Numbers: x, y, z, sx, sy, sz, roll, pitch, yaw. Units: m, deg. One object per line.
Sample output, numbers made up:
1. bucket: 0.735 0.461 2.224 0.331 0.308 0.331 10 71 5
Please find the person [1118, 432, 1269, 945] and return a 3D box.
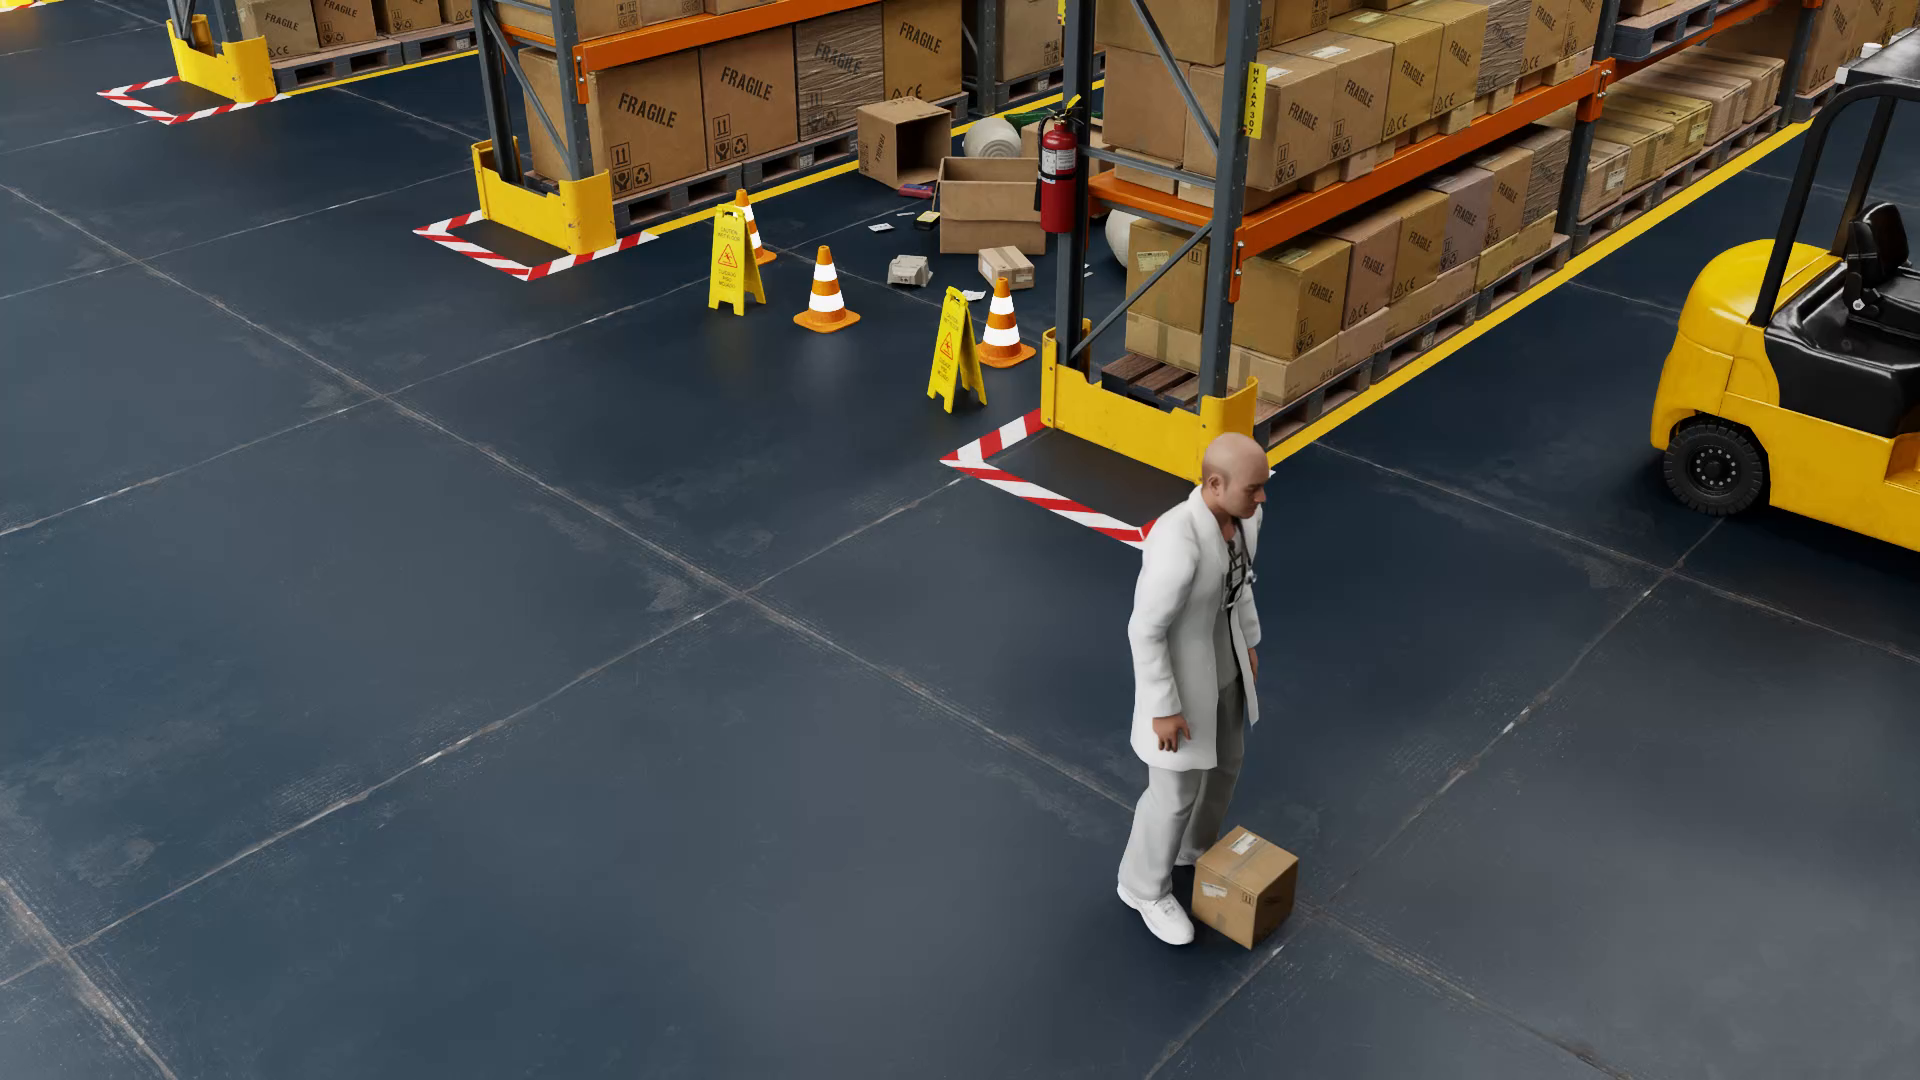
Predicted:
1. person: 0.777 0.446 5.403 0.427 1.774 0.625 23 38 34
